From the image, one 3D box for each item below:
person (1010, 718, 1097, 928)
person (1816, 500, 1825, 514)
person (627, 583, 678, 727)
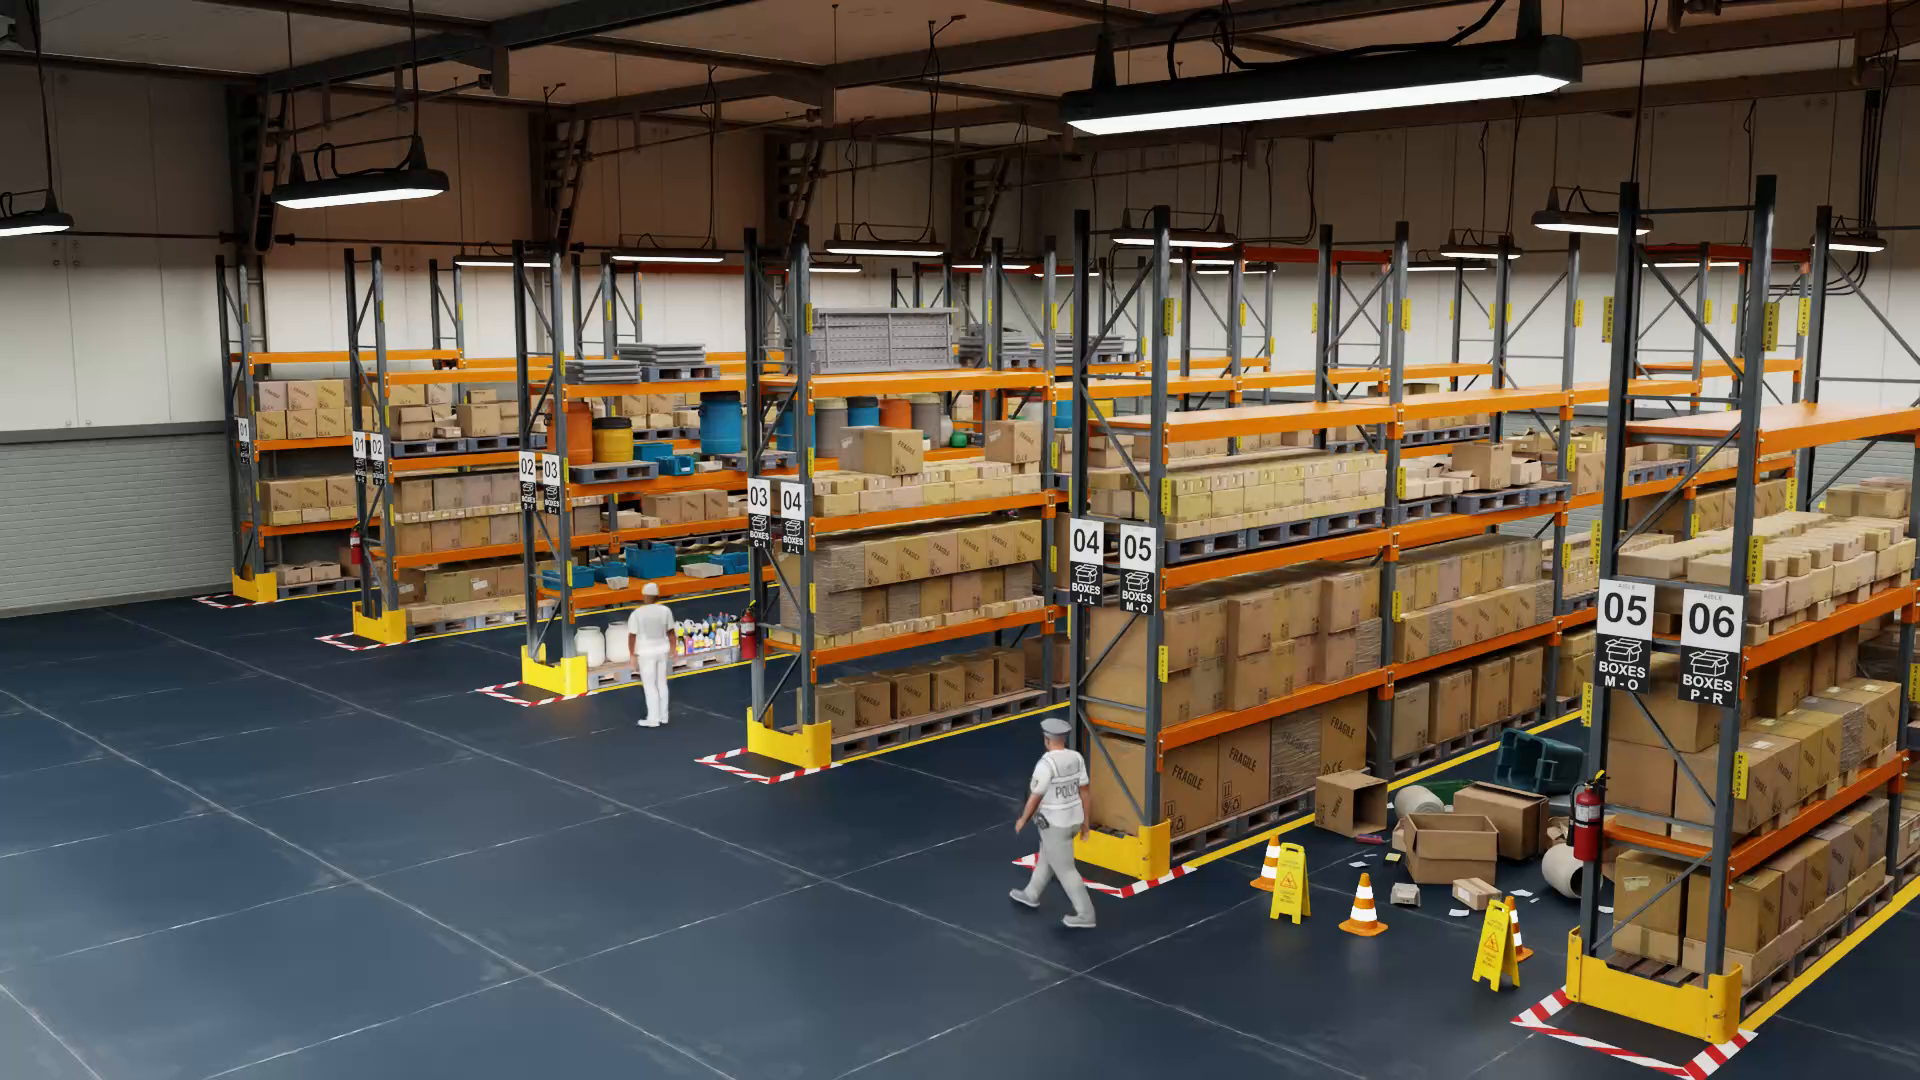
[{"bbox_3d":[0.735,2.338,13.903,0.987,1.716,0.534,5,10,33],"label":"person"},{"bbox_3d":[15.261,0.162,29.229,0.946,1.734,0.591,5,10,32],"label":"person"},{"bbox_3d":[-3.781,1.410,20.449,0.388,1.794,0.638,8,11,44],"label":"person"}]
